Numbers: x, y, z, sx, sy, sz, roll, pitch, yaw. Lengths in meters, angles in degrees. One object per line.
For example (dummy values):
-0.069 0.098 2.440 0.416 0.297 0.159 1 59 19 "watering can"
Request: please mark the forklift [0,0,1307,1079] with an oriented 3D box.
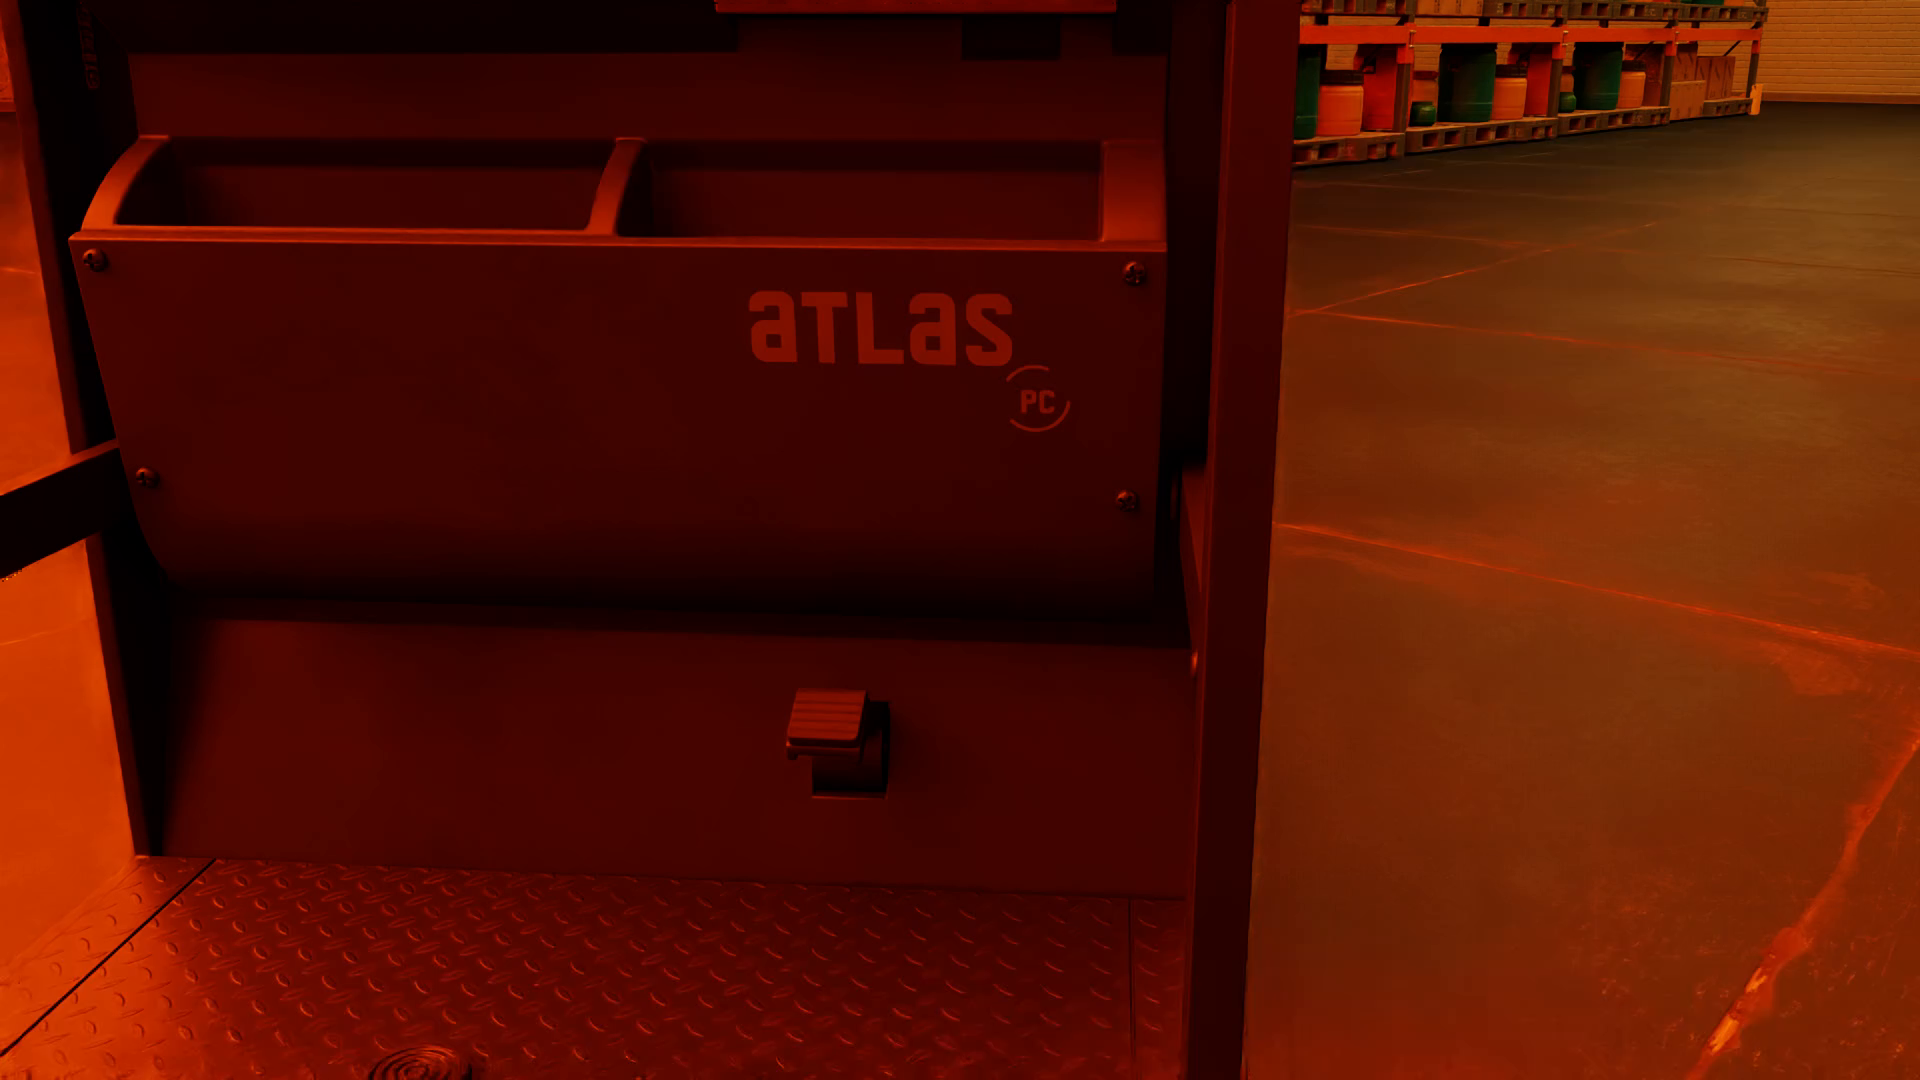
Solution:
-0.306 -0.670 1.104 1.130 2.935 3.031 1 17 5 "forklift"
